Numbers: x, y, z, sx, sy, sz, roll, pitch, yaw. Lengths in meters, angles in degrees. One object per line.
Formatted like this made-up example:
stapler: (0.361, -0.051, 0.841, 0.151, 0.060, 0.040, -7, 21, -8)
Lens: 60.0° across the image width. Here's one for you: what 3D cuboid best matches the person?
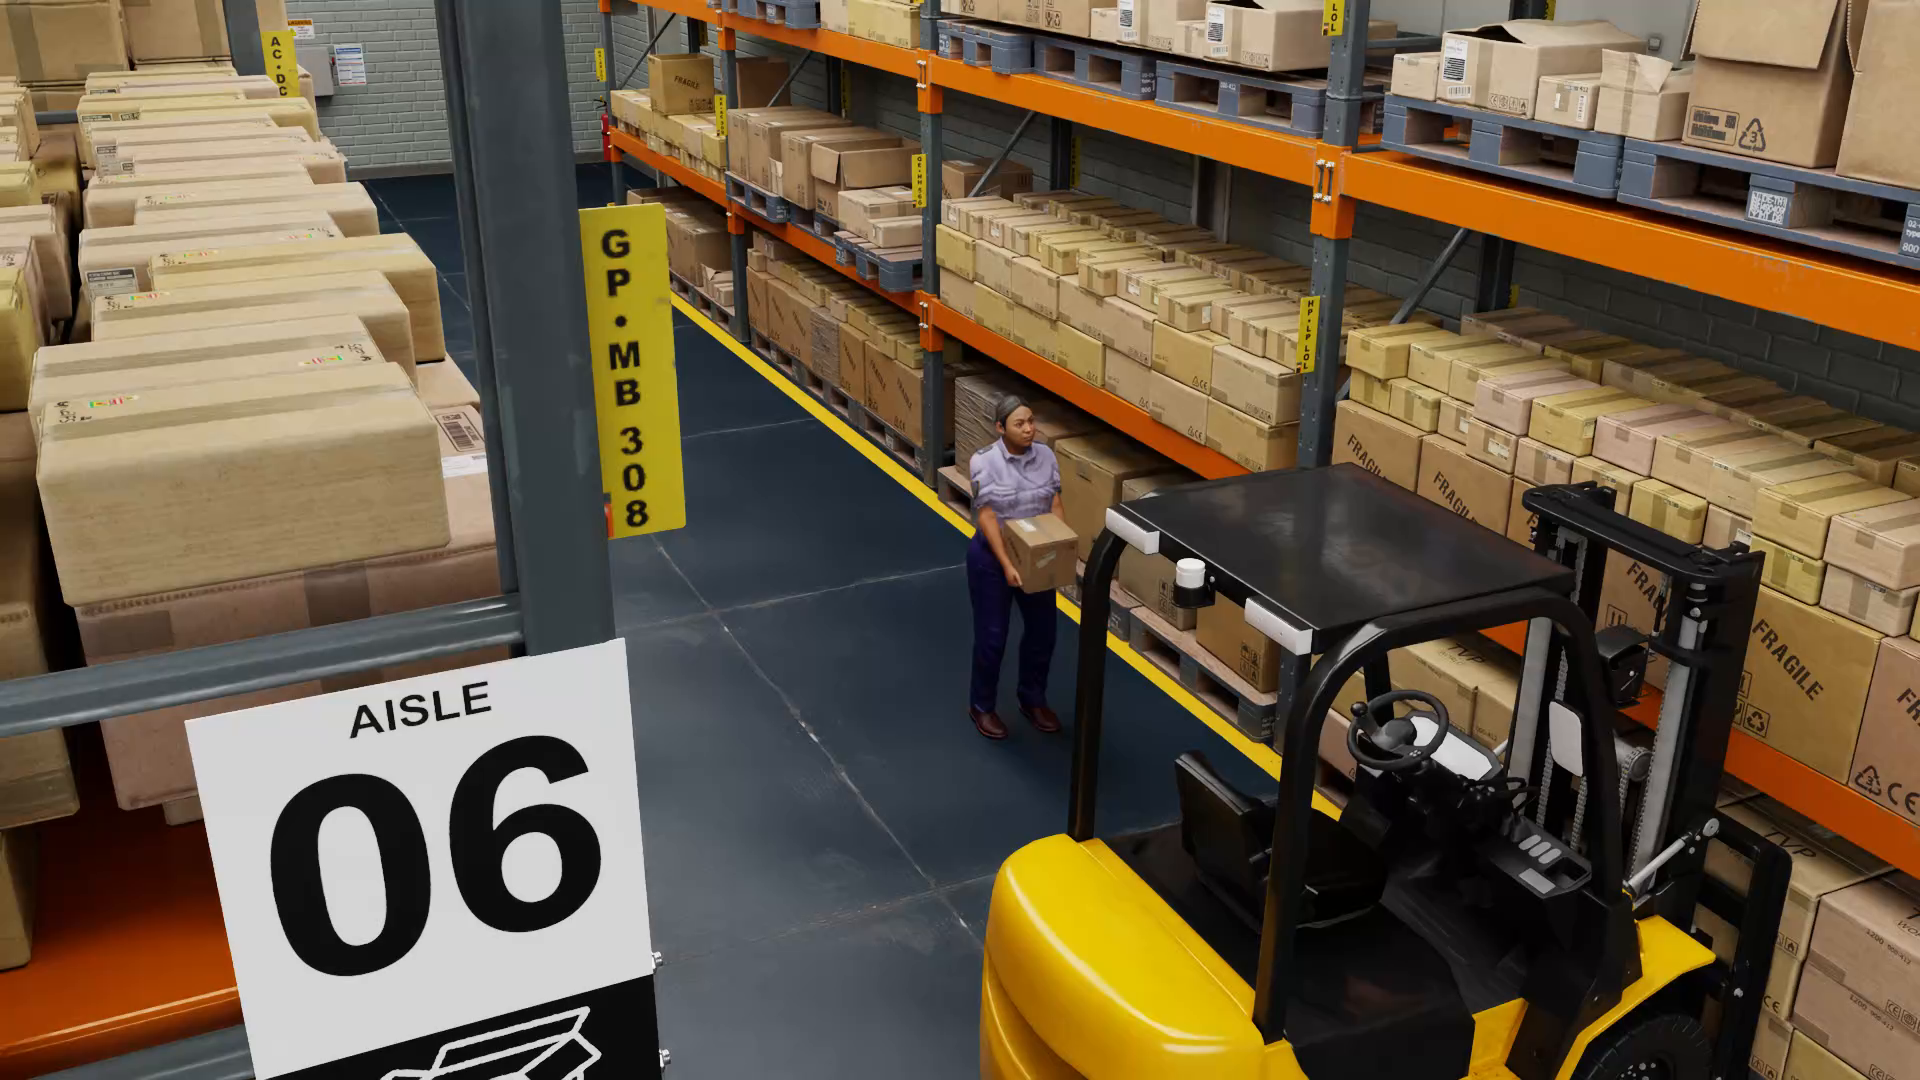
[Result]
person: (0.289, 0.141, 7.780, 0.441, 1.646, 0.519, -10, 25, -24)
